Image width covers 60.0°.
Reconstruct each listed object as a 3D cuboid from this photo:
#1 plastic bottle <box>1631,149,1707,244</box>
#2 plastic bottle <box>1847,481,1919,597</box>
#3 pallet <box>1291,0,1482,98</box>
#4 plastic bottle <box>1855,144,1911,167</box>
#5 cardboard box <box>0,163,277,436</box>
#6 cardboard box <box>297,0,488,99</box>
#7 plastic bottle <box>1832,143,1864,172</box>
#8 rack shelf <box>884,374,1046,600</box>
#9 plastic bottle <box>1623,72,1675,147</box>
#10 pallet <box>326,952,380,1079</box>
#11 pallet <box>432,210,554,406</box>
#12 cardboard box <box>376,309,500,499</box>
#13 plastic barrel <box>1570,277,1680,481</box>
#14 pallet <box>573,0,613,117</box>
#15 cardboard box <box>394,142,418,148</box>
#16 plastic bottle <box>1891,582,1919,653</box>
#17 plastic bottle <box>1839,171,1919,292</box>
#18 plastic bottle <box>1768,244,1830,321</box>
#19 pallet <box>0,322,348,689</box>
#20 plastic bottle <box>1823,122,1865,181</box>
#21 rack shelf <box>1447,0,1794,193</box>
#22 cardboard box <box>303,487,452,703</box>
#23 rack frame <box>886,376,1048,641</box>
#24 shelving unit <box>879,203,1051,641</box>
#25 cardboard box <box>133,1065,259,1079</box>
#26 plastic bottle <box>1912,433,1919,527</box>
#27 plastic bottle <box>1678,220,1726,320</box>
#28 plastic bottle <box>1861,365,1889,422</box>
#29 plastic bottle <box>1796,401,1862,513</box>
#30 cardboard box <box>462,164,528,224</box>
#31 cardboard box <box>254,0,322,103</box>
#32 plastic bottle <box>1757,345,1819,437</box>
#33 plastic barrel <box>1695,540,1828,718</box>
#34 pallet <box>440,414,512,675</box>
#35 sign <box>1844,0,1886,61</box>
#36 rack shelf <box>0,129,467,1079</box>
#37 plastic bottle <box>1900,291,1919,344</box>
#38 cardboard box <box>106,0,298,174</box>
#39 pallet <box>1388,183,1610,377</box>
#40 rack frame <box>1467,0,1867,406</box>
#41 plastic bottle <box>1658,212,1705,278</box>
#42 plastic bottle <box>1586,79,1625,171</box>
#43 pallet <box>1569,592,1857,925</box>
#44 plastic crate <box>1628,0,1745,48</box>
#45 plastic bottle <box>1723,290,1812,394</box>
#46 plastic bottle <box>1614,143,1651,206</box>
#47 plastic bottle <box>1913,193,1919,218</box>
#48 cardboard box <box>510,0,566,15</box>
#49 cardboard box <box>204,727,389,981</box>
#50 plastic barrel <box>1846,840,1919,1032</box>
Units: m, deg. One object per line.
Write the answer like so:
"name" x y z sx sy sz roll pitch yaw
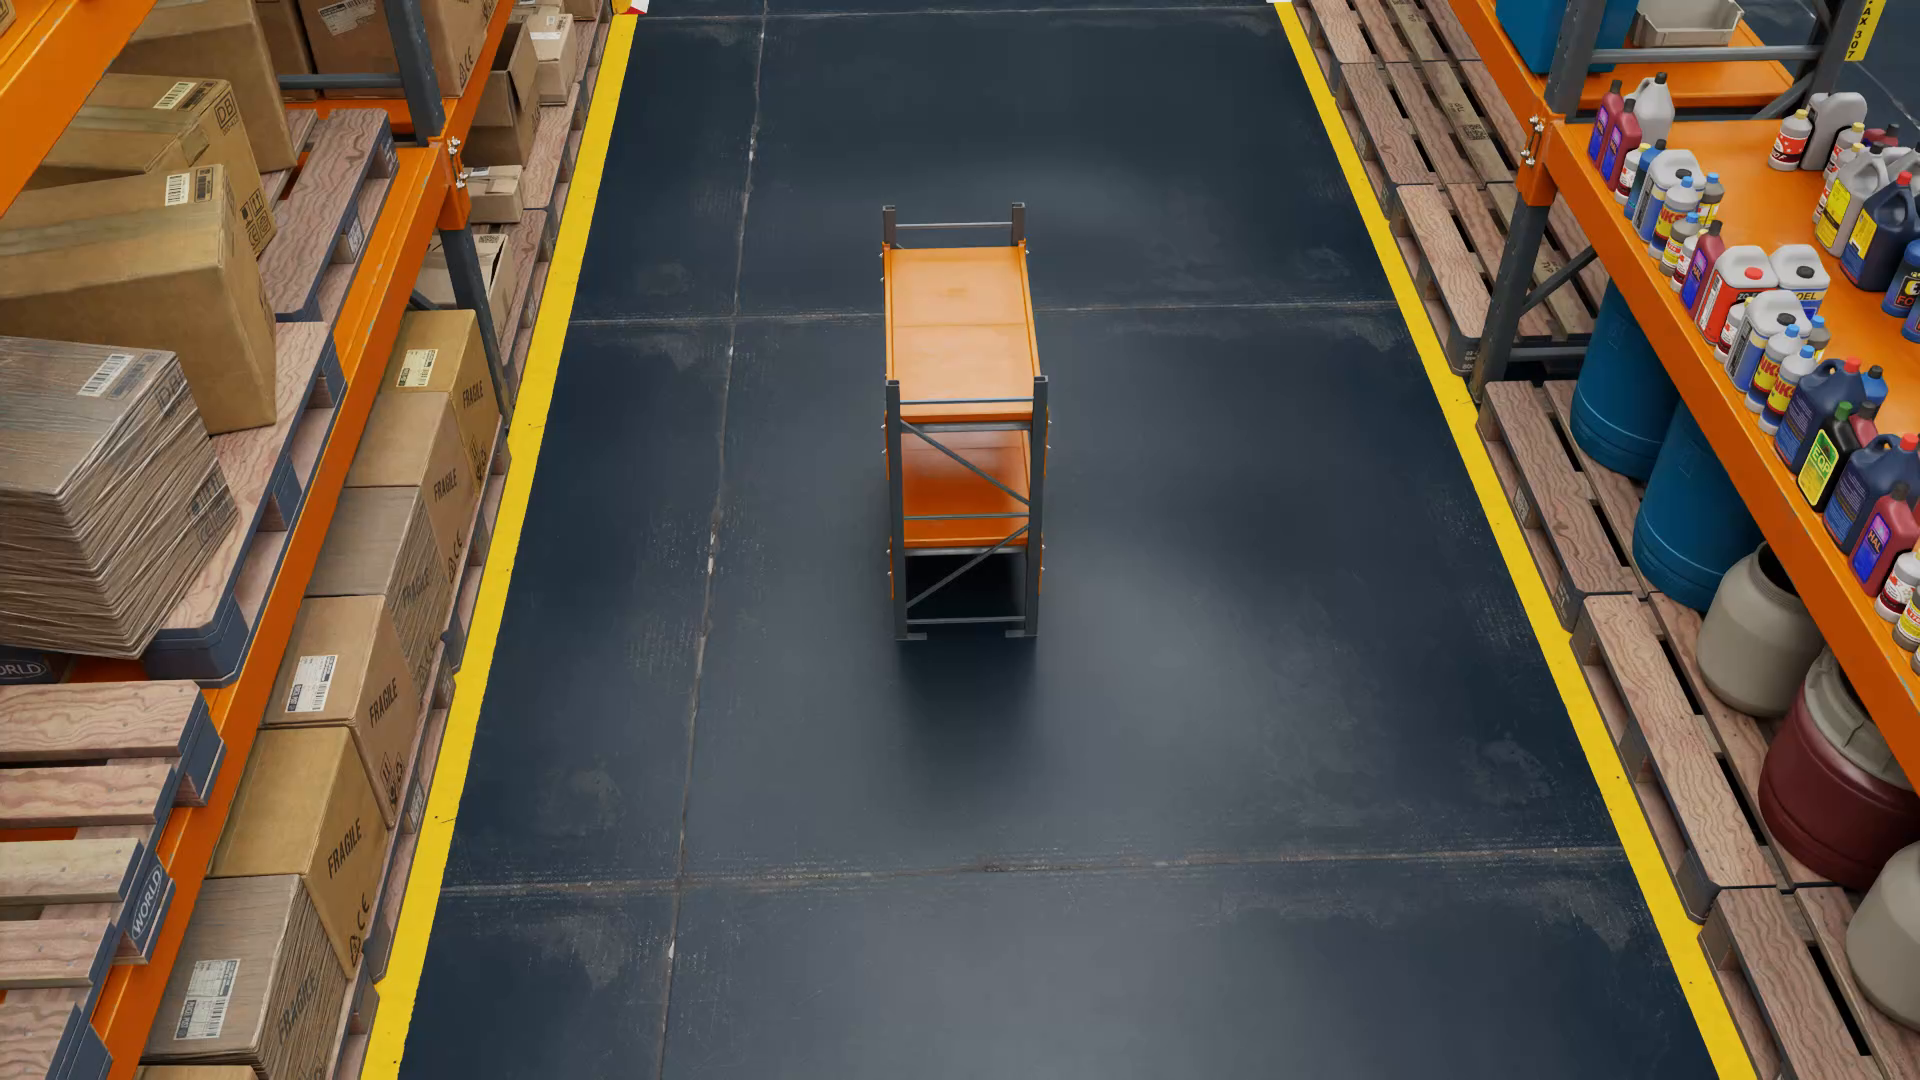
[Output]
"plastic bottle" 2.276 -1.099 5.321 0.152 0.276 0.135 -2 43 -2
"plastic bottle" 2.299 -0.004 4.121 0.061 0.283 0.133 -2 43 -2
"pallet" 2.448 -2.830 9.181 1.003 0.211 1.213 -2 43 -2
"plastic bottle" 2.977 -1.166 5.394 0.152 0.276 0.135 -2 43 -2
"cardboard box" -2.191 -0.576 4.274 0.700 0.500 0.500 -12 44 -13
"cardboard box" -2.077 -1.964 6.099 0.500 0.500 0.500 -1 43 -1
"plastic bottle" 2.938 -1.216 5.503 0.097 0.201 0.097 0 43 0
"rack shelf" 0.000 -0.239 6.040 0.538 0.278 1.000 -2 43 -2
"plastic bottle" 2.314 -1.423 5.619 0.144 0.351 0.185 -2 43 -2
"pallet" -2.152 1.648 4.296 1.003 0.211 1.213 -2 43 -2
"pallet" -2.356 -1.011 7.197 1.003 0.211 1.213 -2 43 -2
"cardboard box" -2.020 -0.491 6.090 0.500 0.500 0.500 -2 43 -2
"plastic barrel" 2.628 -0.729 6.067 0.600 0.901 0.708 -2 43 -2
"pallet" -2.459 -2.658 8.994 1.003 0.211 1.213 -2 43 -2
"cardboard box" -2.667 -1.629 7.472 0.500 0.311 0.500 -2 43 -2
"plastic bottle" 2.327 0.169 3.993 0.097 0.201 0.097 0 43 0
"plastic bottle" 2.851 -0.957 5.110 0.144 0.351 0.185 -2 43 -2
"plastic bottle" 2.452 -0.725 4.913 0.152 0.276 0.135 -2 43 -2
"pallet" -2.245 -0.117 4.300 1.003 0.211 1.213 -2 43 -2
"plastic bottle" 2.993 -1.308 5.604 0.097 0.201 0.097 0 43 0
"rack shelf" 2.537 -2.800 7.617 1.077 0.370 4.000 -2 43 -2
"cardboard box" -1.987 0.181 5.357 0.500 0.500 0.500 -1 43 -1
"rack frame" 0.021 -0.076 5.500 0.500 1.125 0.032 -2 43 -2
"shelving unit" 0.000 -0.419 5.875 0.538 1.125 1.048 -2 43 -2
"cardboard box" -1.891 1.569 3.843 0.500 0.500 0.500 0 43 0
"plastic bottle" 2.436 -0.133 4.262 0.061 0.283 0.133 -2 43 -2
"plastic bottle" 2.249 -0.813 5.003 0.061 0.283 0.133 -2 43 -2
"plastic bottle" 2.440 -0.356 4.514 0.097 0.271 0.097 0 43 0
"plastic bottle" 2.286 -0.219 4.355 0.061 0.283 0.133 -2 43 -2
"cardboard box" -2.176 -1.566 7.510 0.380 0.166 0.250 -2 43 -2
"cardboard box" -2.605 -1.942 6.075 0.500 0.500 0.500 -1 43 -1
"plastic bottle" 2.291 -0.418 4.581 0.097 0.271 0.097 0 43 0
"plastic barrel" 2.592 0.277 5.258 0.421 0.512 0.421 0 43 0
"pallet" -2.255 0.001 6.093 1.003 0.211 1.213 -2 43 -2
"sign" 3.171 -1.832 5.823 0.100 0.325 0.005 -2 43 -2
"rack shelf" -2.243 0.040 4.519 1.077 0.370 4.000 -2 43 -2
"plastic bottle" 2.880 -0.717 4.907 0.097 0.271 0.097 0 43 0
"cardboard box" -2.531 -1.441 5.217 0.700 0.500 0.500 -15 45 -16
"pallet" 2.552 -1.182 7.384 1.003 0.211 1.213 -2 43 -2
"rack frame" 2.622 -1.715 5.901 1.000 3.000 0.127 -2 43 -2
"plastic bottle" 2.258 -0.927 5.188 0.097 0.201 0.097 0 43 0
"plastic bottle" 2.211 -1.412 5.657 0.061 0.283 0.133 -2 43 -2
"pallet" 2.667 0.661 5.373 1.003 0.211 1.213 -2 43 -2
"plastic crate" 2.745 -1.958 6.317 0.396 0.136 0.243 -2 43 -2
"plastic bottle" 2.310 -0.564 4.737 0.152 0.276 0.135 -2 43 -2
"plastic bottle" 2.240 -1.215 5.502 0.097 0.201 0.097 0 43 0
"plastic bottle" 2.995 -0.961 5.115 0.144 0.351 0.185 -2 43 -2
"cardboard box" -2.301 -2.758 8.810 0.380 0.166 0.250 -2 43 -2
"cardboard box" -1.936 0.877 4.598 0.500 0.500 0.500 -2 43 -2
"plastic barrel" 2.640 1.039 4.427 0.421 0.512 0.421 0 43 0
